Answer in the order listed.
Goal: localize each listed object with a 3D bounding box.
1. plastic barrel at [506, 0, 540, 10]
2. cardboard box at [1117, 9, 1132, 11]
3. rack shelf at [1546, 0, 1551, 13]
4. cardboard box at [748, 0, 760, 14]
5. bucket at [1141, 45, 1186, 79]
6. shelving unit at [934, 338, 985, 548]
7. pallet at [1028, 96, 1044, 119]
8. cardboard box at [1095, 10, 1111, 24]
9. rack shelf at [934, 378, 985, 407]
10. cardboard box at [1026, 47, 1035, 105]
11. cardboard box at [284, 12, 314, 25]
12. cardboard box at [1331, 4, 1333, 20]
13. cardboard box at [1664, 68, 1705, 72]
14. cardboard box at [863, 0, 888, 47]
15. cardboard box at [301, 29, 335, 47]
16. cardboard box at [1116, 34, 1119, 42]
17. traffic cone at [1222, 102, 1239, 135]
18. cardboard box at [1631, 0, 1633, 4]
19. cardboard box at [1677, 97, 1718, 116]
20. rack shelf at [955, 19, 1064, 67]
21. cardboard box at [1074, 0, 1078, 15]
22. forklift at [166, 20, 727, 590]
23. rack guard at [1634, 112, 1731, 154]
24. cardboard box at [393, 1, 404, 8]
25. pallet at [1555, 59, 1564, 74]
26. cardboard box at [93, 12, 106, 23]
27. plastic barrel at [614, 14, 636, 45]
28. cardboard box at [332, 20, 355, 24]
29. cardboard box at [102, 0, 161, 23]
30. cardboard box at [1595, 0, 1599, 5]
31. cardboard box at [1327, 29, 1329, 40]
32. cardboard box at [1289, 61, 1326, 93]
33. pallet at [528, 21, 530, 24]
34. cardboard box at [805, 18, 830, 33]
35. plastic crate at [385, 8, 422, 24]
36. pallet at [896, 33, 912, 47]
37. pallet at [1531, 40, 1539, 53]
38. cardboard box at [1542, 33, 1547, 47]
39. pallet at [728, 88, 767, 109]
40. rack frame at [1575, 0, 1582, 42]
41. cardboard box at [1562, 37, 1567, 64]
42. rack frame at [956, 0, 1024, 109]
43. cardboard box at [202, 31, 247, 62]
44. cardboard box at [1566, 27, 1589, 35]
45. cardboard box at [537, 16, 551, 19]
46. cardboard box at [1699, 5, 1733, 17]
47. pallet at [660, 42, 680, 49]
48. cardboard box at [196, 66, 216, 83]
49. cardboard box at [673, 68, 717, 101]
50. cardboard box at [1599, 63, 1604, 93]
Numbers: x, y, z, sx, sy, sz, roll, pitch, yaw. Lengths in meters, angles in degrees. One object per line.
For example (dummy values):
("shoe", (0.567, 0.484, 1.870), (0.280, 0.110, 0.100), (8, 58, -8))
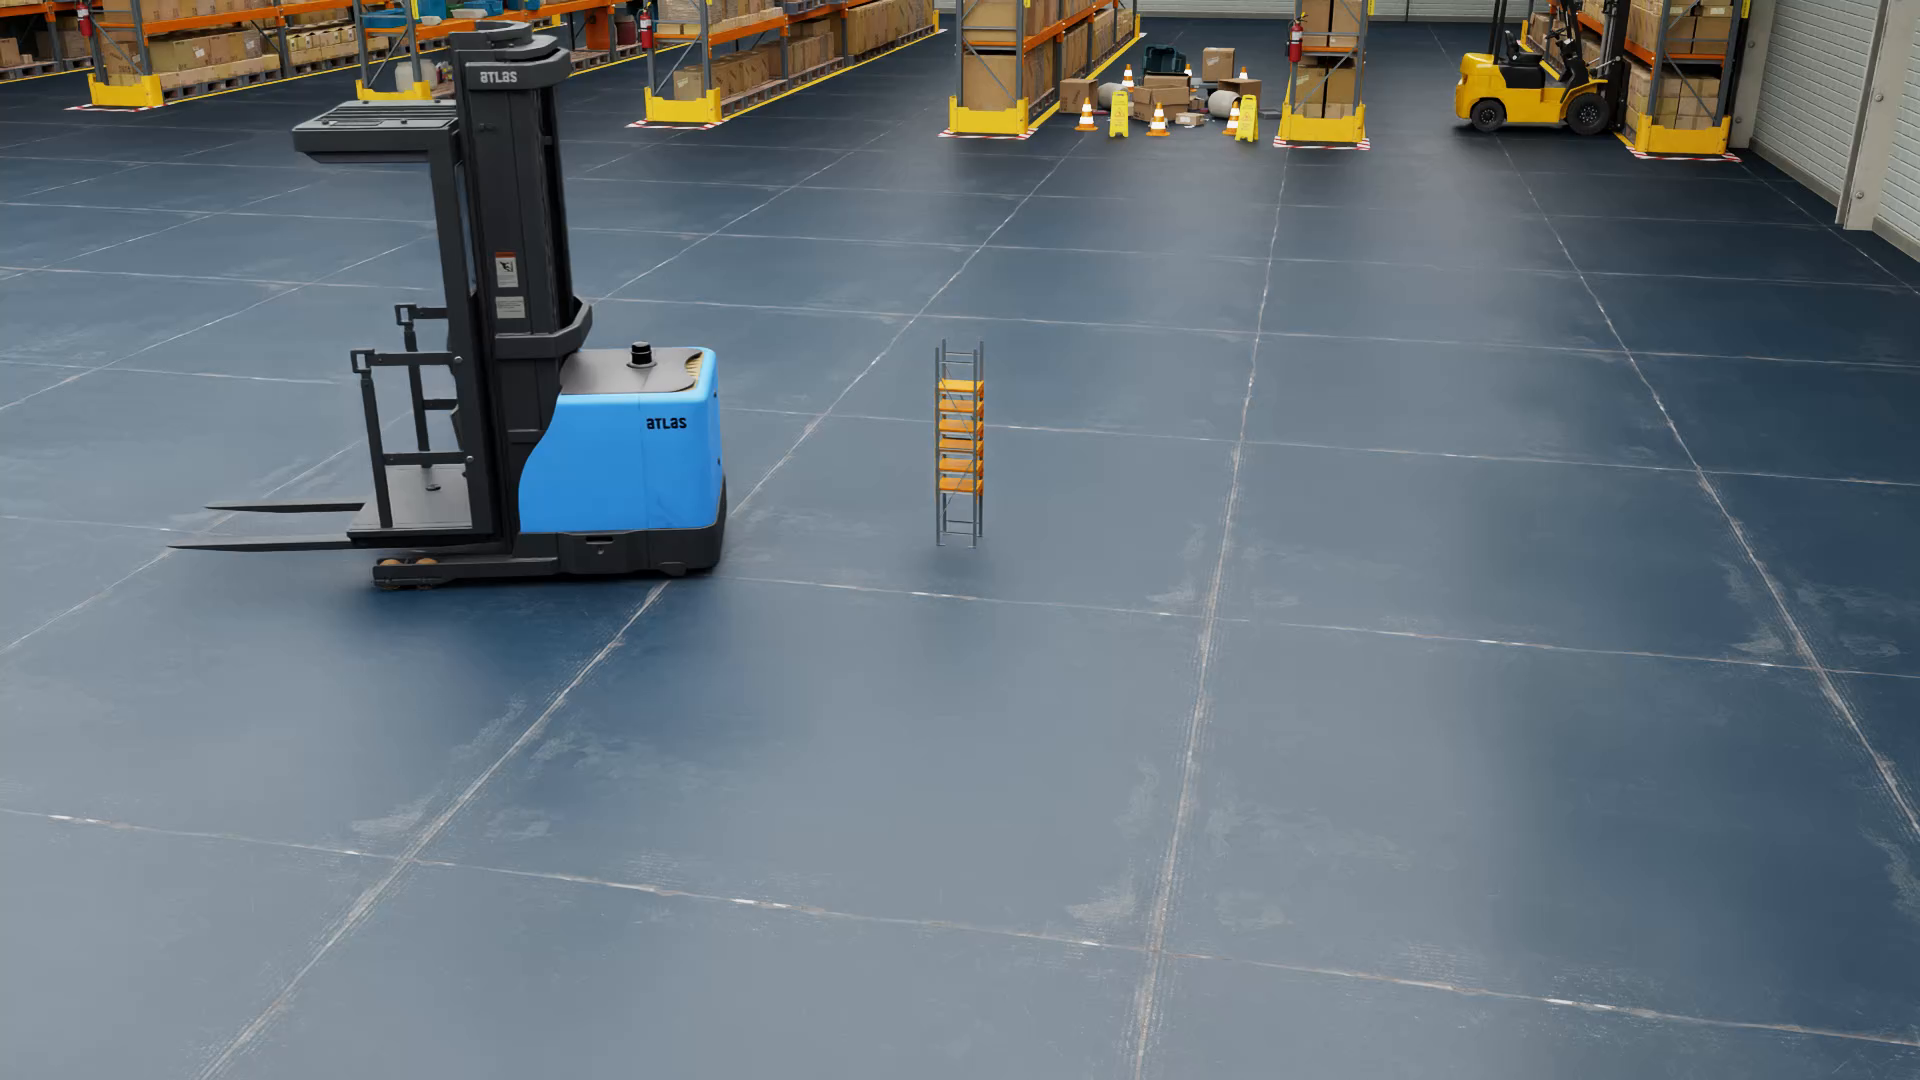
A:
("plastic barrel", (-8.051, -10.217, 30.536), (0.600, 0.901, 0.708), (4, 22, 11))
("cardboard box", (3.846, -12.398, 39.080), (0.380, 0.149, 0.250), (5, 22, 12))
("rack shelf", (13.025, -11.680, 35.802), (1.077, 0.370, 4.000), (4, 22, 11))
("cardboard box", (-3.869, -9.143, 28.007), (0.875, 0.500, 0.500), (4, 22, 11))
("bucket", (3.487, -8.035, 28.136), (0.726, 0.611, 0.620), (13, 15, 29))
("shelving unit", (-0.003, -0.551, 9.616), (0.258, 1.200, 0.189), (4, 22, 11))
("pallet", (0.779, -7.061, 27.102), (1.003, 0.211, 1.213), (4, 22, 11))
("cardboard box", (2.868, -10.904, 34.693), (0.500, 0.250, 0.500), (6, 23, 13))
("rack shelf", (-0.003, -0.844, 9.498), (0.258, 0.103, 0.180), (4, 22, 11))
("cardboard box", (0.693, -7.395, 26.482), (0.875, 0.875, 0.875), (4, 22, 10))
("cardboard box", (-16.239, -12.848, 40.524), (0.700, 0.500, 0.500), (5, 22, 12))
("cardboard box", (5.882, -7.983, 25.128), (0.500, 0.500, 0.500), (4, 22, 10))
("cardboard box", (10.662, -6.803, 24.510), (0.500, 0.250, 0.500), (4, 22, 11))
("cardboard box", (-2.237, -11.061, 35.586), (1.225, 0.875, 0.875), (4, 22, 9))
("cardboard box", (-12.734, -9.929, 32.860), (0.500, 0.311, 0.500), (4, 22, 9))
("cardboard box", (3.279, -10.981, 36.357), (0.380, 0.149, 0.250), (3, 22, 9))
("traffic cone", (4.133, -6.349, 24.999), (0.336, 0.463, 0.334), (4, 22, 11))
("cardboard box", (10.407, -8.234, 25.282), (0.380, 0.149, 0.250), (4, 22, 10))
("cardboard box", (10.467, -6.201, 23.684), (0.500, 0.250, 0.500), (5, 22, 12))
("rack shelf", (0.850, -8.009, 26.687), (1.077, 0.370, 4.000), (4, 22, 11))
("cardboard box", (1.835, -9.659, 29.688), (0.500, 0.500, 0.500), (4, 22, 11))
("forklift", (-2.899, -1.289, 9.130), (3.031, 2.935, 1.130), (-2, 22, -4))
("rack guard", (10.163, -5.725, 23.400), (1.175, 0.500, 0.348), (4, 22, 11))
("cardboard box", (-12.285, -11.856, 37.030), (0.500, 0.250, 0.500), (4, 22, 10))
("pallet", (12.241, -9.241, 32.516), (1.003, 0.211, 1.213), (4, 22, 11))
("cardboard box", (-17.802, -10.636, 34.002), (0.500, 0.250, 0.500), (4, 22, 9))
("plastic barrel", (-7.296, -10.999, 35.814), (0.600, 0.588, 0.708), (4, 22, 11))
("cardboard box", (-12.853, -10.719, 34.820), (0.500, 0.311, 0.500), (5, 23, 13))
("cardboard box", (-13.983, -8.999, 28.048), (0.700, 0.500, 0.500), (4, 22, 11))
("cardboard box", (11.163, -9.276, 28.402), (0.500, 0.250, 0.500), (5, 22, 12))
("cardboard box", (5.404, -7.680, 25.243), (0.380, 0.149, 0.250), (5, 22, 12))
("cardboard box", (5.319, -7.042, 25.437), (0.500, 0.500, 0.500), (5, 23, 13))
("pallet", (-11.254, -12.576, 40.798), (1.003, 0.211, 1.213), (4, 22, 11))
("cardboard box", (-2.868, -10.097, 32.662), (0.500, 0.250, 0.500), (5, 23, 13))
("plastic crate", (-9.295, -8.777, 27.832), (0.499, 0.251, 0.408), (4, 22, 11))
("pallet", (-1.713, -11.393, 37.860), (1.003, 0.211, 1.213), (4, 22, 11))
("pallet", (13.005, -10.687, 36.107), (1.003, 0.211, 1.213), (4, 22, 11))
("cardboard box", (12.516, -10.565, 35.170), (0.396, 0.266, 0.258), (5, 23, 13))
("pallet", (-3.926, -7.499, 28.192), (1.003, 0.211, 1.213), (4, 22, 11))
("rack frame", (11.800, -9.819, 30.219), (1.000, 3.000, 0.127), (4, 22, 11))
("cardboard box", (11.893, -9.399, 31.961), (0.500, 0.500, 0.500), (5, 23, 13))
("rack frame", (0.442, -7.611, 24.736), (1.000, 3.000, 0.127), (4, 22, 11))
("cardboard box", (-13.367, -8.961, 30.203), (0.500, 0.500, 0.500), (4, 22, 11))
("cardboard box", (11.951, -9.838, 32.182), (0.380, 0.149, 0.250), (3, 22, 8))
("cardboard box", (-10.696, -13.461, 42.019), (0.500, 0.500, 0.500), (4, 22, 11))
("cardboard box", (10.491, -7.345, 23.074), (0.380, 0.149, 0.250), (4, 22, 10))
("pallet", (-6.992, -11.220, 37.429), (1.003, 0.211, 1.213), (4, 22, 11))
("cardboard box", (-13.562, -8.247, 29.434), (0.500, 0.250, 0.500), (4, 22, 11))
("cardboard box", (-4.250, -7.288, 26.719), (0.500, 0.500, 0.500), (9, 24, 21))
("cardboard box", (11.080, -7.641, 27.428), (0.875, 0.625, 0.625), (5, 23, 13))
